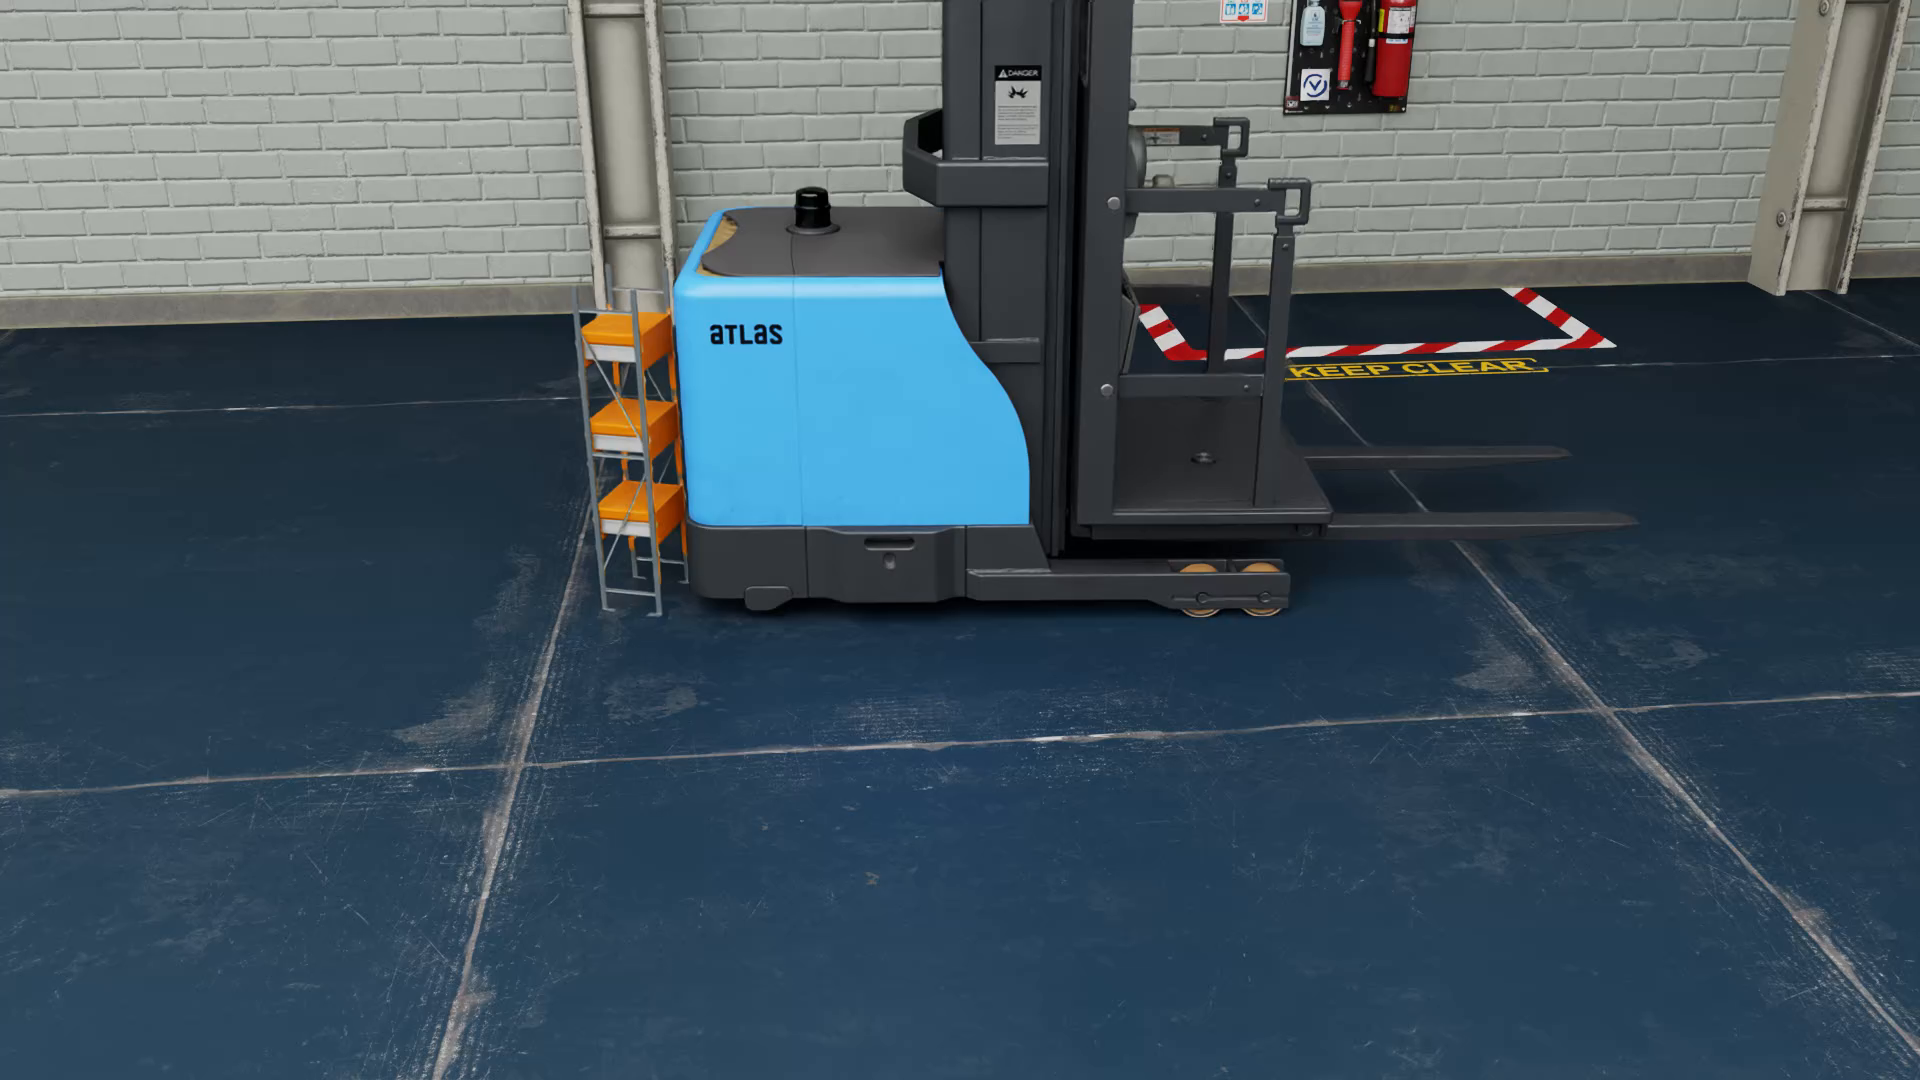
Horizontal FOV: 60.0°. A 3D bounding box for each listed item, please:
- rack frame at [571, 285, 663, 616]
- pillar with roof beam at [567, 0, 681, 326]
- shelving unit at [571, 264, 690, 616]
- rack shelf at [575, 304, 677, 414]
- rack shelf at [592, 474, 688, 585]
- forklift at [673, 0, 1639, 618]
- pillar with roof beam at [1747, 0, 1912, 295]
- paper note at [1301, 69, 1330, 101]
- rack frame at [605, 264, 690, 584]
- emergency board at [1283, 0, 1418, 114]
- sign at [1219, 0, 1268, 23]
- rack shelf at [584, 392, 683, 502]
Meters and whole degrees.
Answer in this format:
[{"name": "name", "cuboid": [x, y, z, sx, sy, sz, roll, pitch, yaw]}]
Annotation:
[{"name": "rack frame", "cuboid": [-1.031, -0.251, 5.021, 0.200, 1.050, 0.008, 5, 24, 12]}, {"name": "pillar with roof beam", "cuboid": [-1.153, -3.466, 2.469, 0.400, 9.000, 9.100, -2, 24, -5]}, {"name": "shelving unit", "cuboid": [-1.005, -0.299, 5.130, 0.215, 1.050, 0.252, 5, 24, 12]}, {"name": "rack shelf", "cuboid": [-1.005, -0.549, 5.019, 0.215, 0.259, 0.240, 5, 24, 12]}, {"name": "rack shelf", "cuboid": [-1.004, -0.035, 5.246, 0.215, 0.259, 0.240, 5, 24, 12]}, {"name": "forklift", "cuboid": [0.656, -1.313, 5.094, 3.031, 2.935, 1.130, 0, 24, -1]}, {"name": "pillar with roof beam", "cuboid": [4.818, -3.706, 3.008, 0.400, 9.000, 9.100, -2, 24, -5]}, {"name": "paper note", "cuboid": [1.749, -2.240, 8.180, 0.142, 0.148, 0.016, -2, 24, -5]}, {"name": "rack frame", "cuboid": [-0.978, -0.347, 5.238, 0.200, 1.050, 0.008, 5, 24, 12]}, {"name": "emergency board", "cuboid": [1.932, -2.621, 7.954, 0.643, 1.169, 0.194, -2, 24, -5]}, {"name": "sign", "cuboid": [1.371, -2.657, 7.991, 0.234, 0.329, 0.001, -2, 24, -5]}, {"name": "rack shelf", "cuboid": [-1.004, -0.289, 5.134, 0.215, 0.259, 0.240, 5, 24, 12]}]
